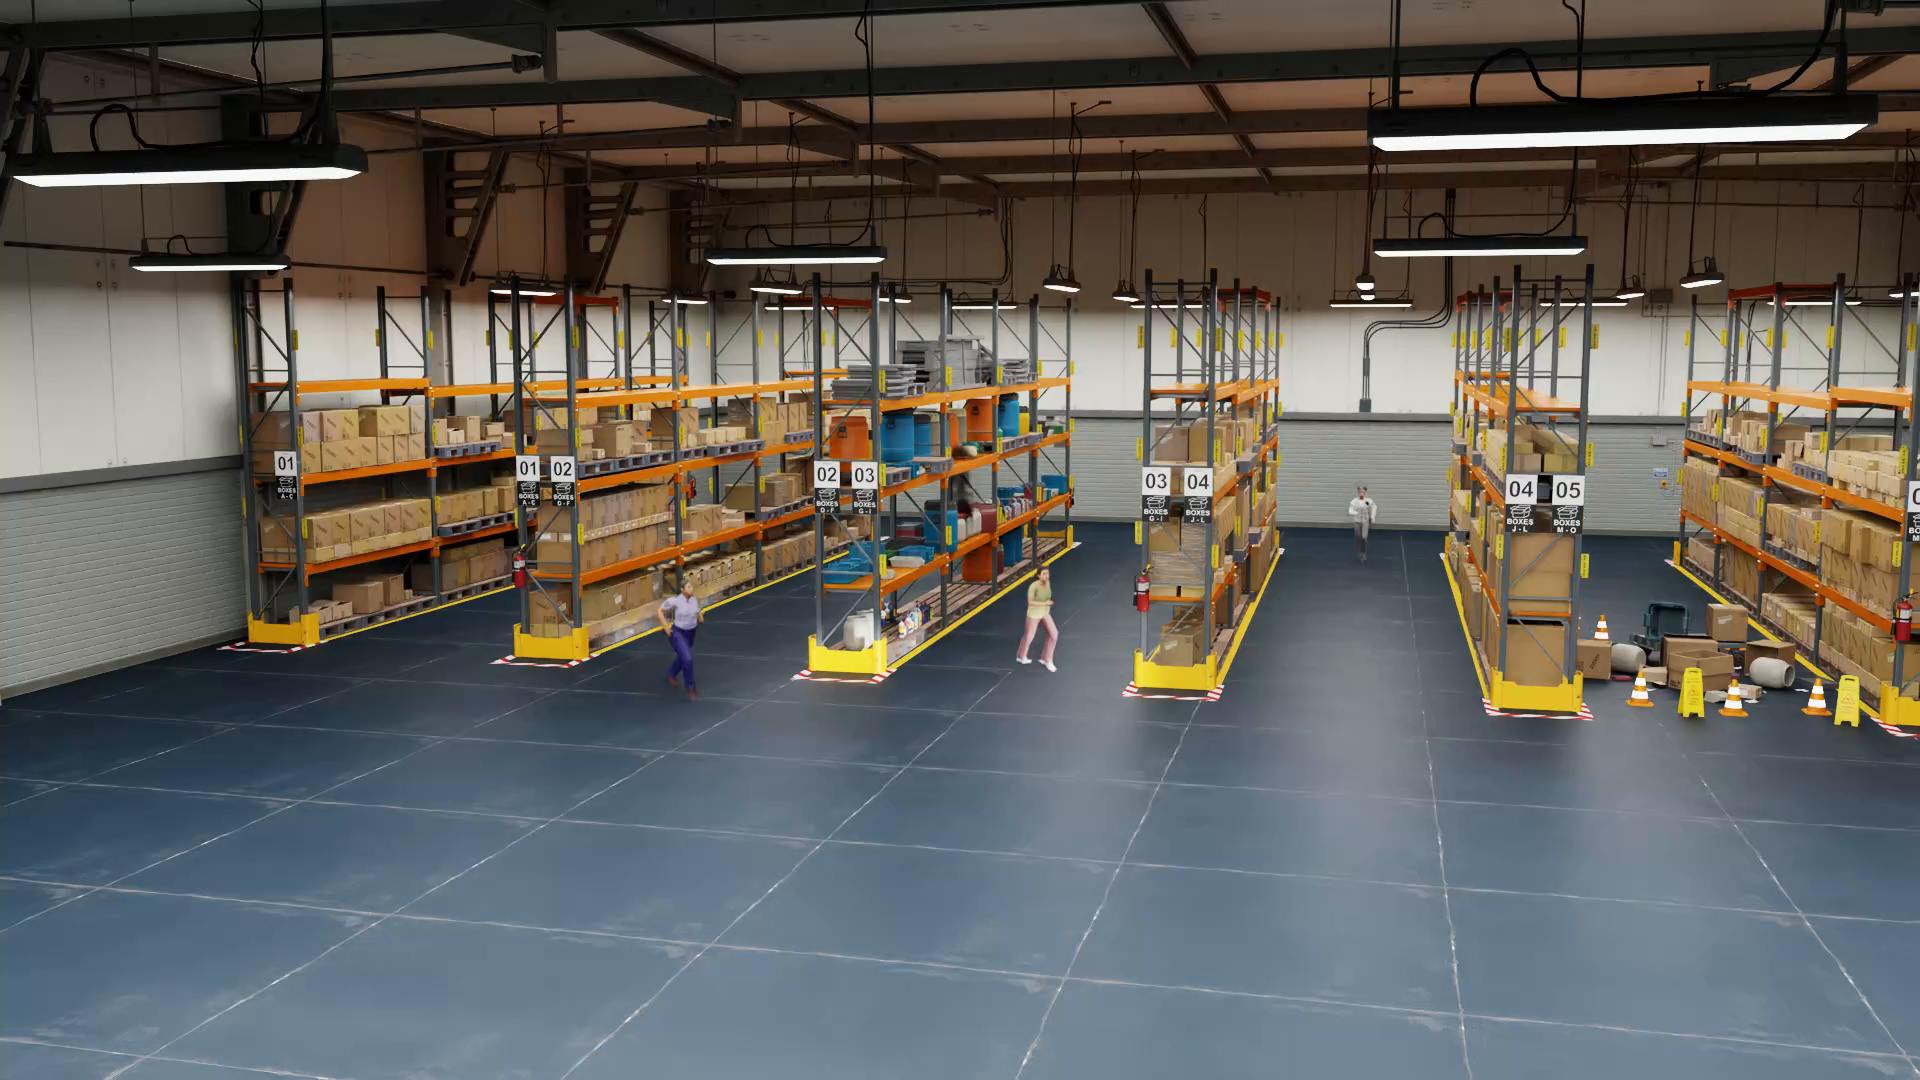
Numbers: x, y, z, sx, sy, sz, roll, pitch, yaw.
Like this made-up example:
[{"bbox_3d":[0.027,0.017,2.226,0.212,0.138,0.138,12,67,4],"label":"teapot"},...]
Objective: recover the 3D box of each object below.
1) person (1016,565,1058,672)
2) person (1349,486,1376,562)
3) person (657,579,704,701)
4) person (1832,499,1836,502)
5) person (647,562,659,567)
[{"bbox_3d":[1.185,1.175,25.307,0.577,1.631,0.940,-4,8,-33],"label":"person"},{"bbox_3d":[9.144,-0.362,37.842,0.584,1.732,0.811,2,7,19],"label":"person"},{"bbox_3d":[-3.938,1.388,23.451,0.894,1.690,0.642,6,9,39],"label":"person"},{"bbox_3d":[18.535,-0.116,35.200,0.671,1.724,1.147,-2,7,-19],"label":"person"},{"bbox_3d":[-6.775,-0.205,36.188,0.692,1.790,0.722,0,7,4],"label":"person"}]
